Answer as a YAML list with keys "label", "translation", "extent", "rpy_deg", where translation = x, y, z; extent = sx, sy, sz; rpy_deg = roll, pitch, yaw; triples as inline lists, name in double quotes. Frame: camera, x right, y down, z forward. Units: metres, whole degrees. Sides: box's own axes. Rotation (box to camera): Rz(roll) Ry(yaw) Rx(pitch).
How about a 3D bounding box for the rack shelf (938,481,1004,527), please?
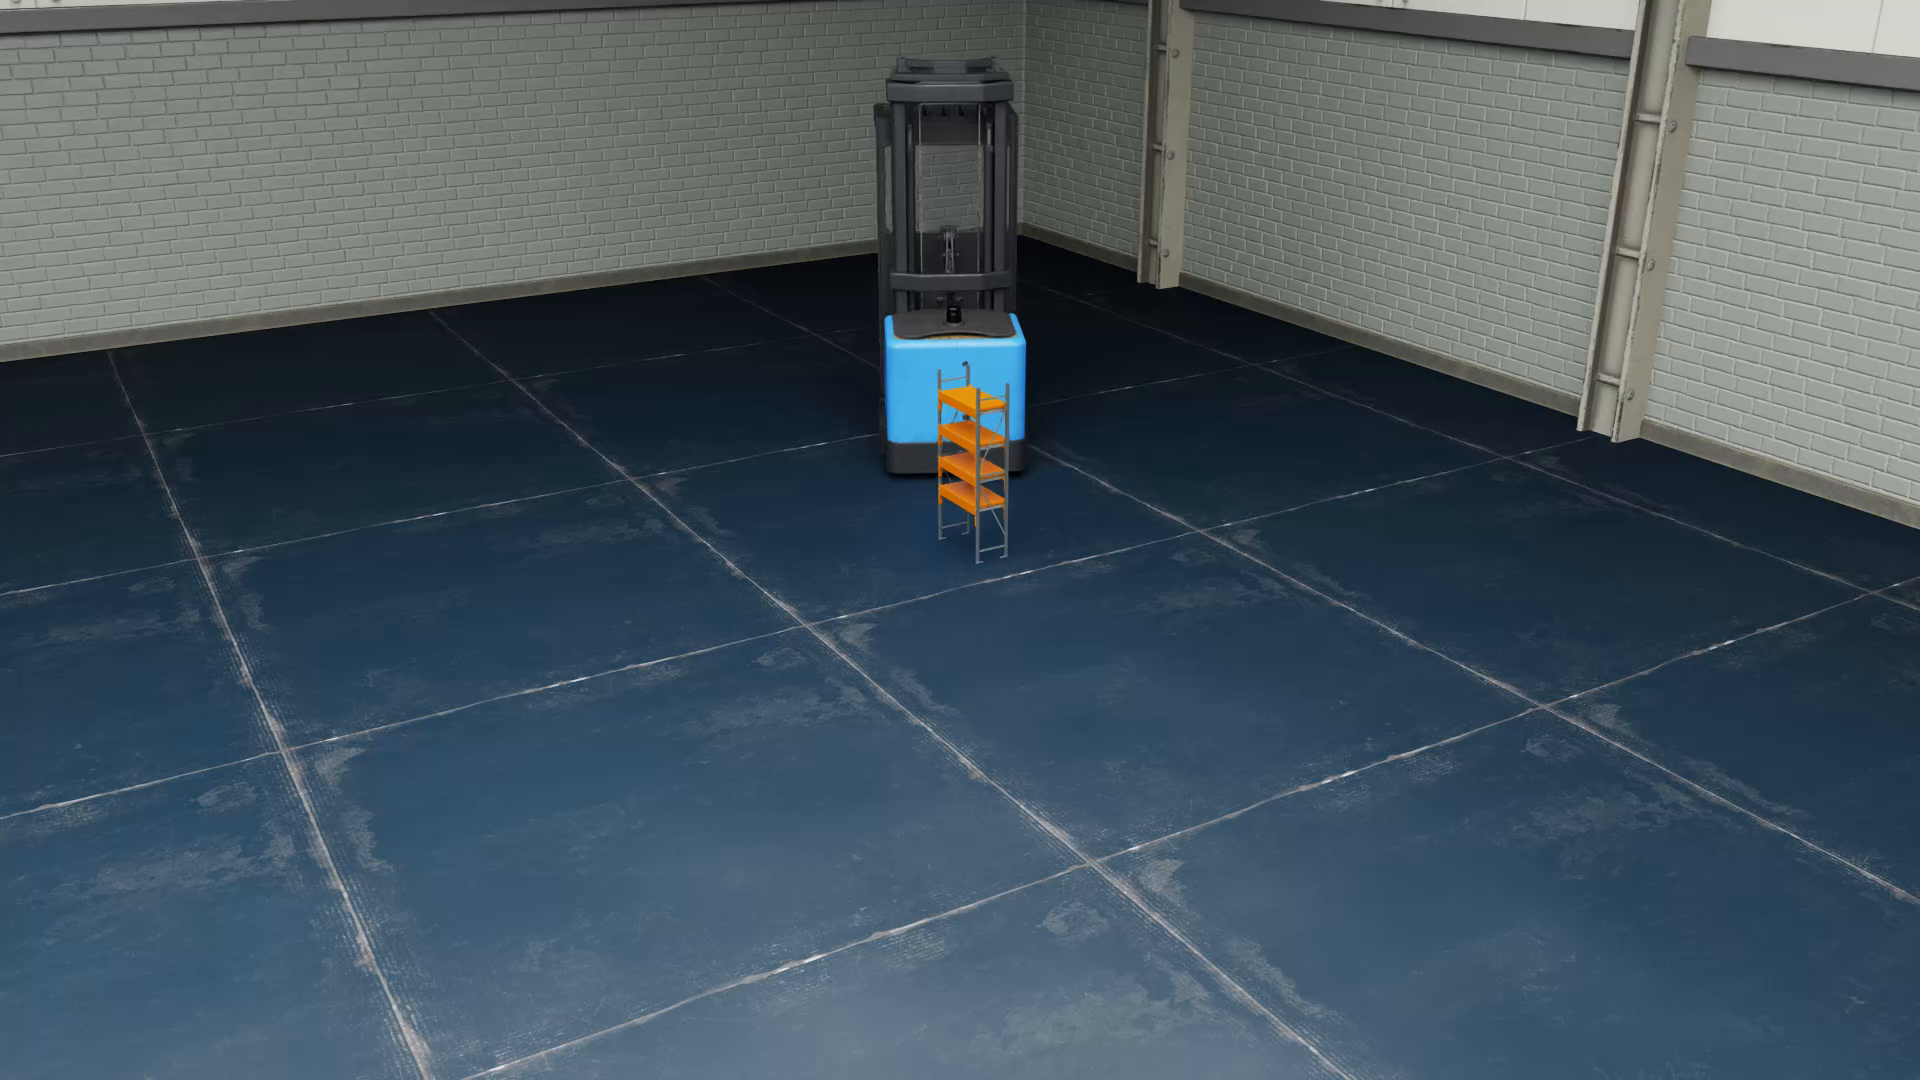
- label: "rack shelf"
  translation: [0.085, -0.256, 11.054]
  extent: [0.258, 0.148, 0.480]
  rpy_deg: [-13, 25, -28]

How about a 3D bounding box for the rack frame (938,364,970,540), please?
- label: "rack frame"
  translation: [-0.040, -0.581, 11.148]
  extent: [0.240, 1.200, 0.015]
  rpy_deg: [-13, 25, -28]

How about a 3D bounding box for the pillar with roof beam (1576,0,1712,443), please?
- label: "pillar with roof beam"
  translation: [1.541, -4.206, 9.707]
  extent: [9.100, 9.000, 0.400]
  rpy_deg: [-13, 25, -28]

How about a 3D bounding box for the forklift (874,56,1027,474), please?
- label: "forklift"
  translation: [-0.116, -2.360, 13.225]
  extent: [1.130, 2.935, 3.031]
  rpy_deg: [-1, 22, -3]

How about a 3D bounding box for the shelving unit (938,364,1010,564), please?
- label: "shelving unit"
  translation: [0.085, -0.502, 10.954]
  extent: [0.258, 1.200, 0.503]
  rpy_deg: [-13, 25, -28]

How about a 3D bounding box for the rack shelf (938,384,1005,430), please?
- label: "rack shelf"
  translation: [0.085, -0.866, 10.806]
  extent: [0.258, 0.148, 0.480]
  rpy_deg: [-13, 25, -28]

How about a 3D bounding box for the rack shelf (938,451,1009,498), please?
- label: "rack shelf"
  translation: [0.085, -0.440, 10.979]
  extent: [0.258, 0.148, 0.480]
  rpy_deg: [-13, 25, -28]

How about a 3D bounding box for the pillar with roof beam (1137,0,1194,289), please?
- label: "pillar with roof beam"
  translation: [-1.524, -6.148, 14.486]
  extent: [9.100, 9.000, 0.400]
  rpy_deg: [-13, 25, -28]

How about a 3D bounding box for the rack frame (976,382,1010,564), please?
- label: "rack frame"
  translation: [0.209, -0.423, 10.759]
  extent: [0.240, 1.200, 0.015]
  rpy_deg: [-13, 25, -28]

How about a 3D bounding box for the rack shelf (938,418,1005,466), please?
- label: "rack shelf"
  translation: [0.085, -0.647, 10.895]
  extent: [0.258, 0.148, 0.480]
  rpy_deg: [-13, 25, -28]
